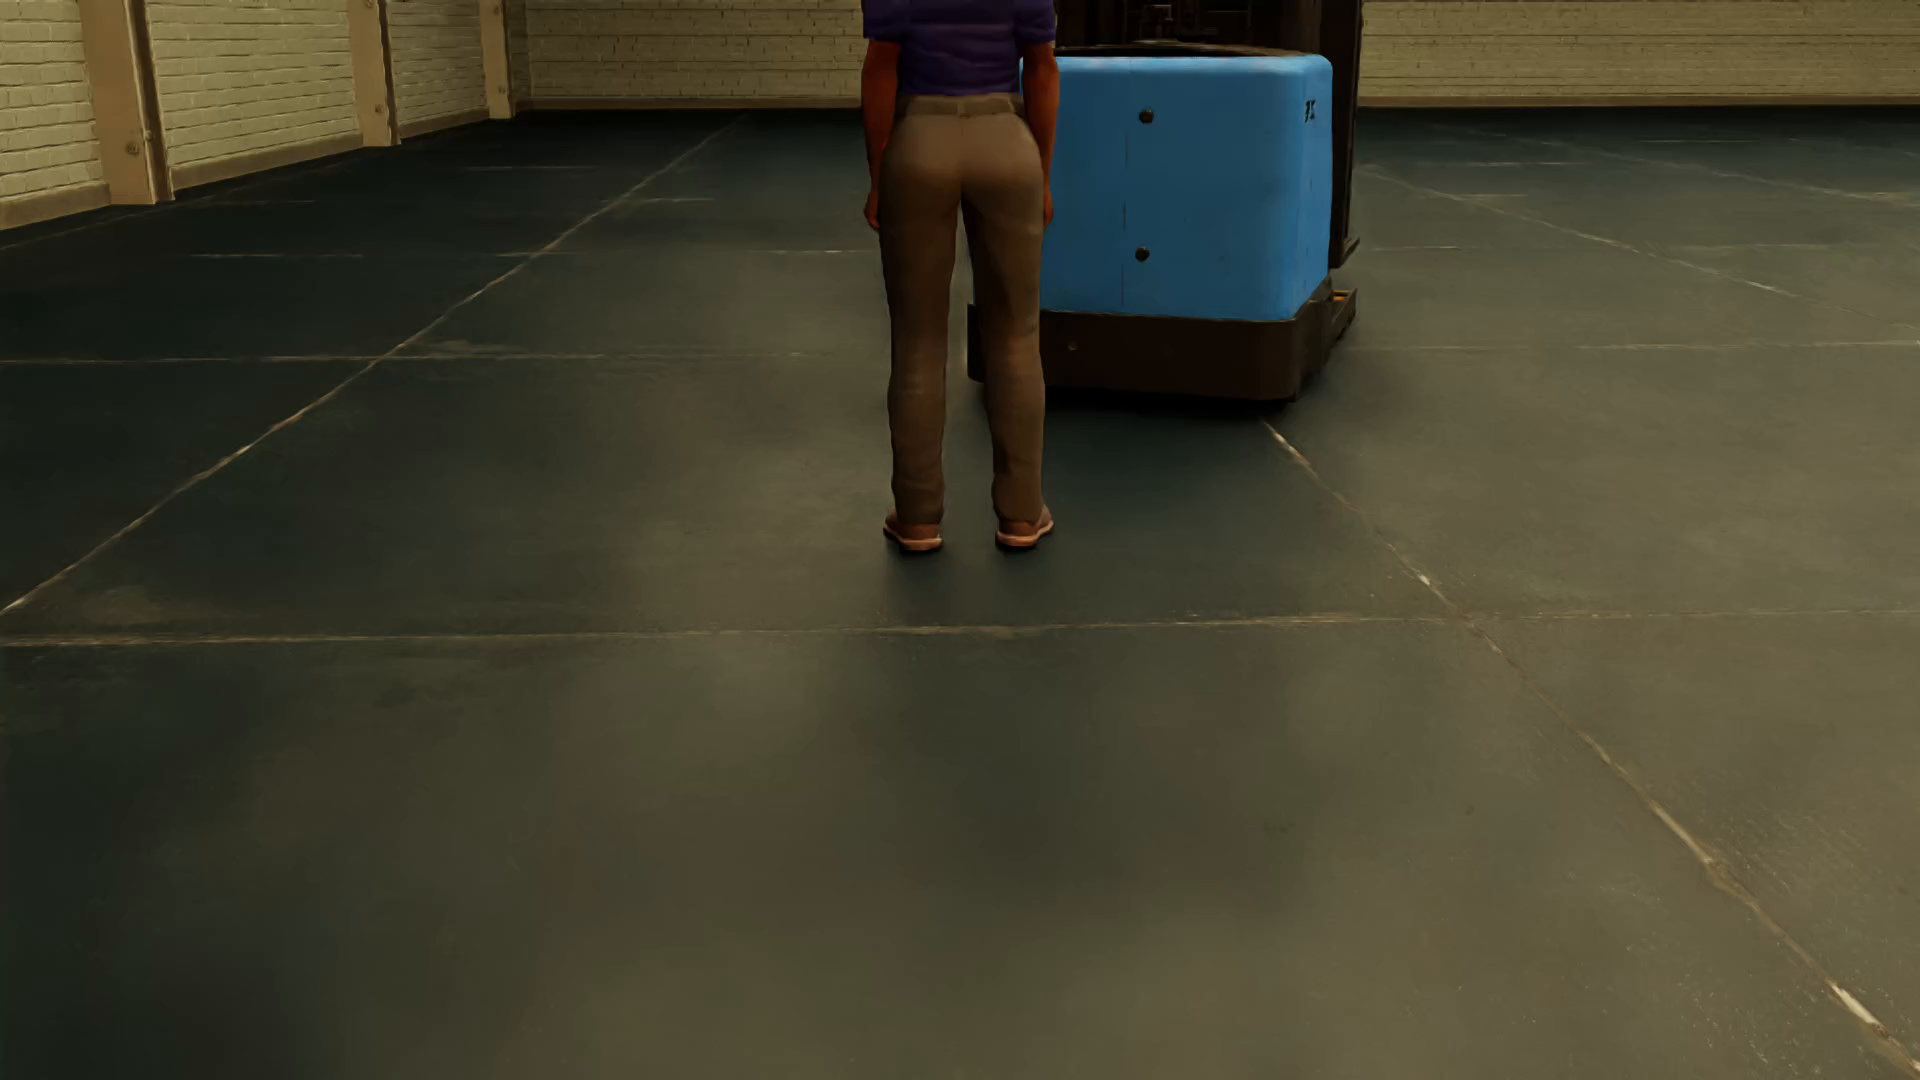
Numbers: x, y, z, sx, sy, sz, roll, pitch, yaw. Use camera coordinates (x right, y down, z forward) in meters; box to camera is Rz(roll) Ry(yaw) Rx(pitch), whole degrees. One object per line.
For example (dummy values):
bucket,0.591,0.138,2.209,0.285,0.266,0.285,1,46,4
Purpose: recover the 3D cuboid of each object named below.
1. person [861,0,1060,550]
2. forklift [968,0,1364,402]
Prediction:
person,0.006,-0.799,3.699,0.446,1.662,0.320,-1,17,-3
forklift,0.965,-2.221,6.166,1.130,2.935,3.031,5,18,17
